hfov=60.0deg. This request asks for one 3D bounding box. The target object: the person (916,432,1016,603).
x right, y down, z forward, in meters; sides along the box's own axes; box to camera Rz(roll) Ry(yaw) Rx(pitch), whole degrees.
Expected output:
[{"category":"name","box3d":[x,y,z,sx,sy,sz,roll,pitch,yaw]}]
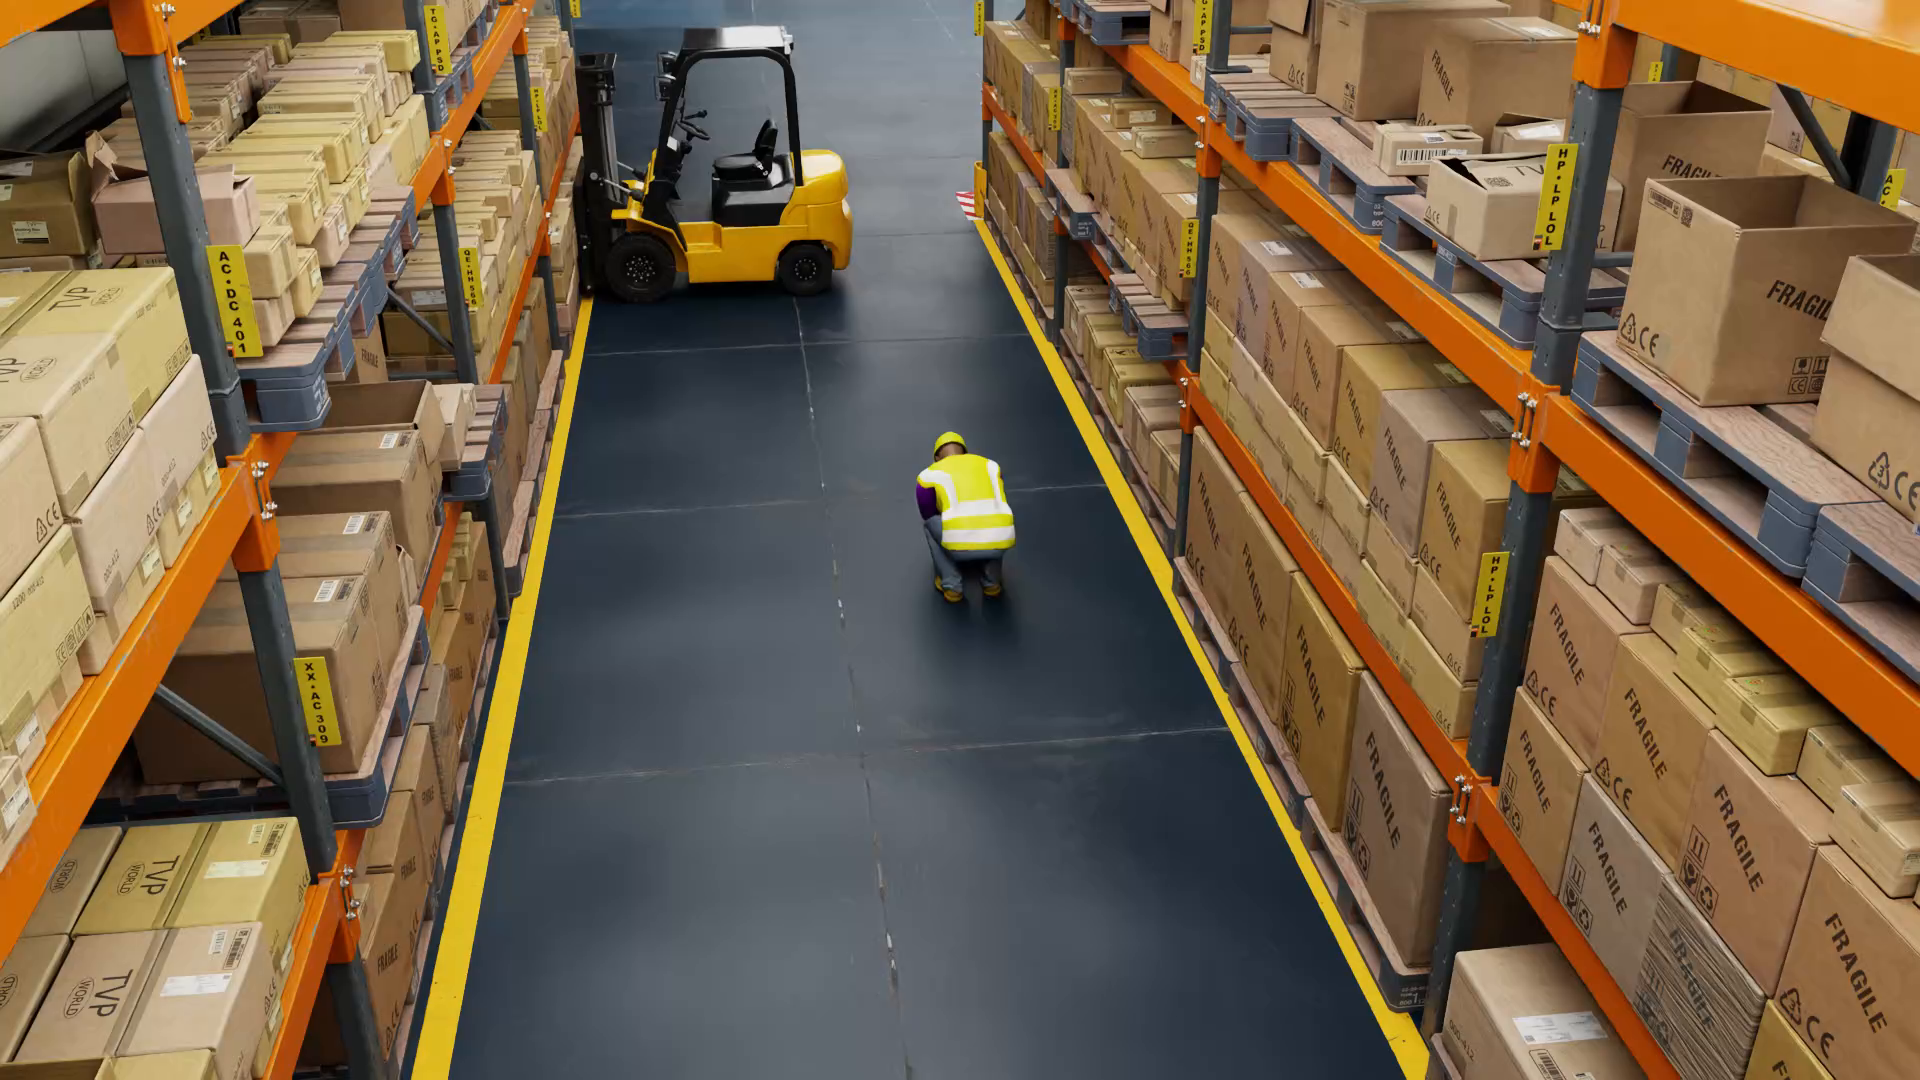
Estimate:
[{"category":"person","box3d":[0.019,-0.090,9.921,0.534,0.889,0.933,-4,27,-8]}]
